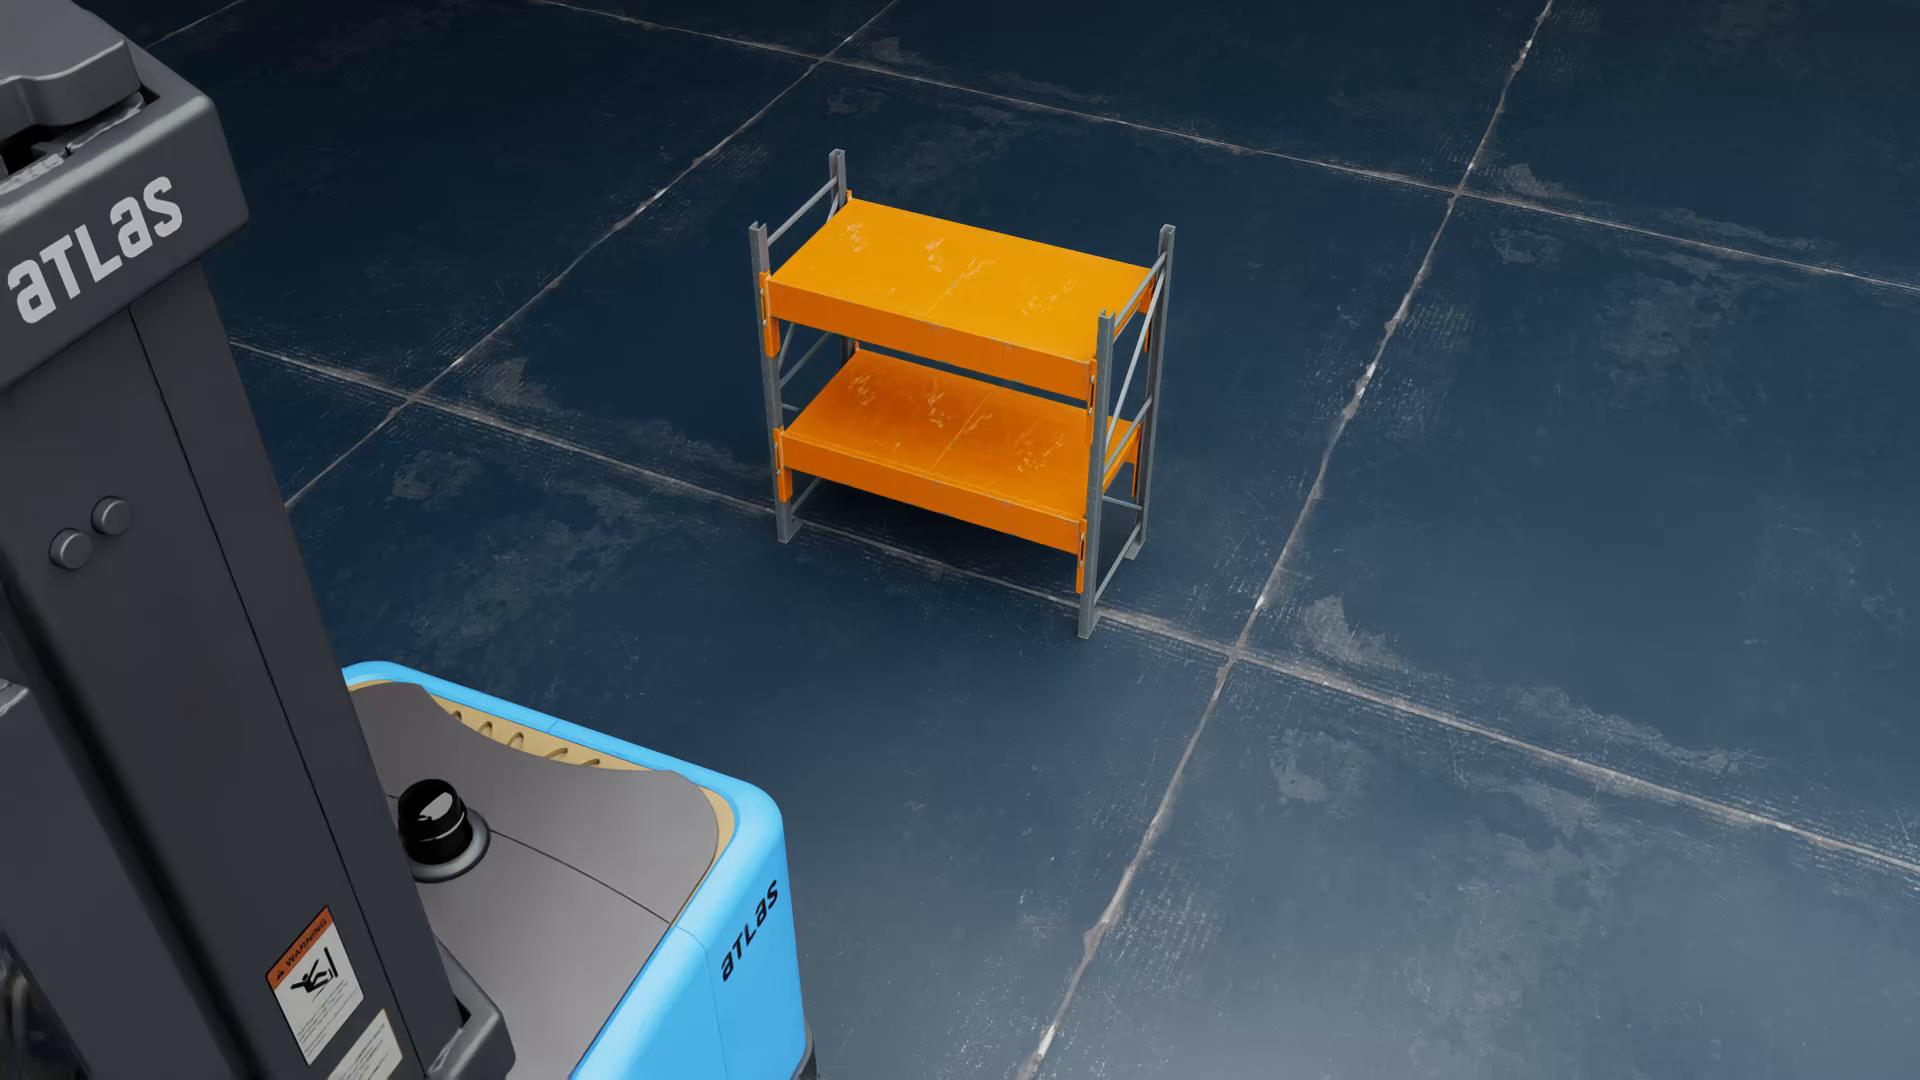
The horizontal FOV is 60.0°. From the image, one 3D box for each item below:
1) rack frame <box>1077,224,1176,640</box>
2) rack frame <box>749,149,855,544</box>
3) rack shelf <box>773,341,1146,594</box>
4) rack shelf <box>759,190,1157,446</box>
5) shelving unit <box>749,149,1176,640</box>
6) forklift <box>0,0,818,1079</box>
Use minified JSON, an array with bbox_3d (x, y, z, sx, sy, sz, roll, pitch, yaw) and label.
[{"bbox_3d":[0.467,-0.282,4.717,0.032,1.125,0.500,17,44,19],"label":"rack frame"},{"bbox_3d":[-0.455,-0.564,5.042,0.032,1.125,0.500,17,44,19],"label":"rack frame"},{"bbox_3d":[0.006,-0.238,5.040,1.000,0.278,0.538,17,44,19],"label":"rack shelf"},{"bbox_3d":[0.006,-0.644,4.688,1.000,0.278,0.538,17,44,19],"label":"rack shelf"},{"bbox_3d":[0.006,-0.423,4.879,1.048,1.125,0.538,17,44,19],"label":"shelving unit"},{"bbox_3d":[-1.353,0.939,1.929,1.130,2.935,3.031,16,43,17],"label":"forklift"}]
